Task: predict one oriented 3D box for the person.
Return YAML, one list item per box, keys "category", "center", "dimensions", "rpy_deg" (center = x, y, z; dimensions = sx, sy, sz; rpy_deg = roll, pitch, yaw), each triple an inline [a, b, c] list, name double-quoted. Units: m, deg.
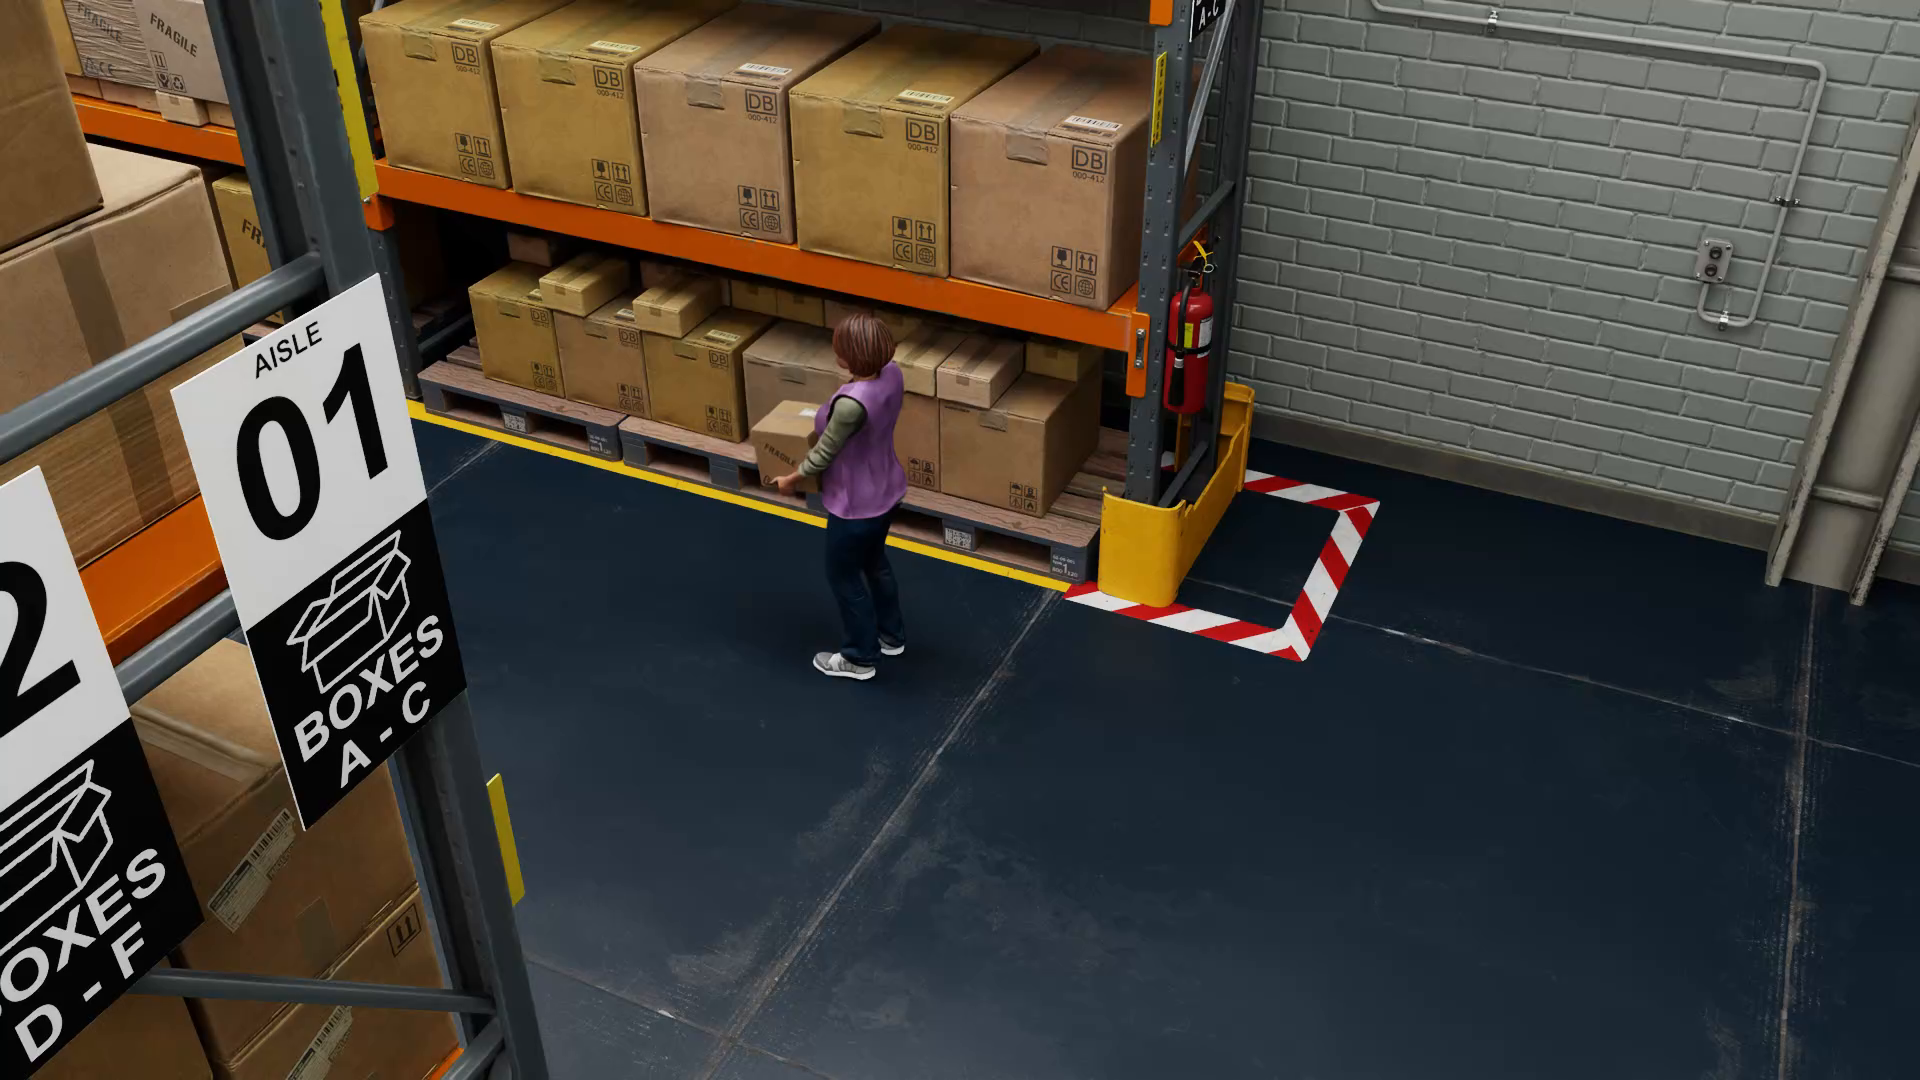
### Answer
- category: "person"
  center: [-0.450, -0.173, 6.411]
  dimensions: [0.490, 1.596, 0.404]
  rpy_deg: [15, 37, 21]
